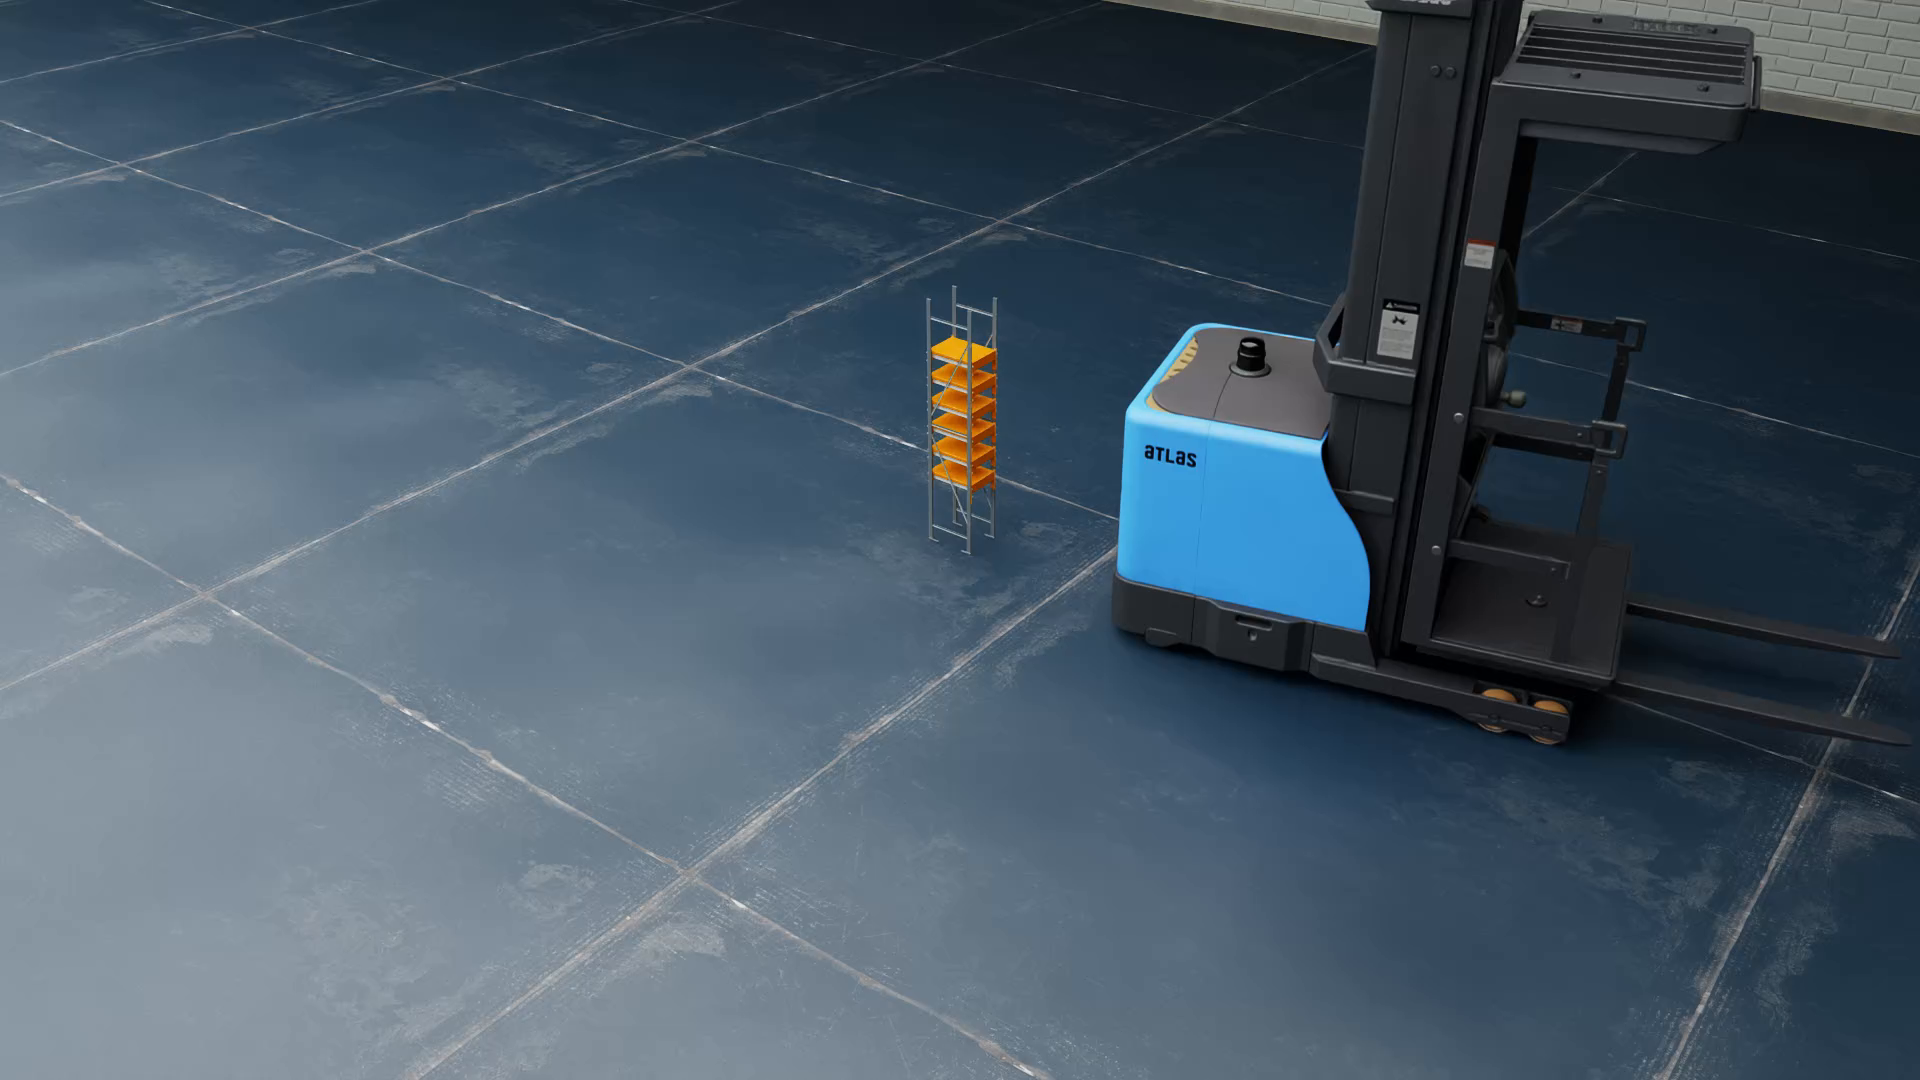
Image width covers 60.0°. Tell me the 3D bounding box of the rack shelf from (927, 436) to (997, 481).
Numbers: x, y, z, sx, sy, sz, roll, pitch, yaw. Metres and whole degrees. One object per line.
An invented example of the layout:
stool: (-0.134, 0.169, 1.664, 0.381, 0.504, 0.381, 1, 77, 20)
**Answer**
rack shelf: (0.009, -0.381, 7.538, 0.258, 0.103, 0.180, 21, 37, 31)

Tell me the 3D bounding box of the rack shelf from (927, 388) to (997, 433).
rack shelf: (0.009, -0.587, 7.415, 0.258, 0.103, 0.180, 21, 37, 31)

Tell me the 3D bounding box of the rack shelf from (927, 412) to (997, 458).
rack shelf: (0.009, -0.484, 7.477, 0.258, 0.103, 0.180, 21, 37, 31)

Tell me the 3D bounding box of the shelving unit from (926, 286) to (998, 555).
shelving unit: (0.009, -0.522, 7.454, 0.258, 1.200, 0.189, 21, 37, 31)

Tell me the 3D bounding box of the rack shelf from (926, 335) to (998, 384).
rack shelf: (0.009, -0.794, 7.293, 0.258, 0.103, 0.180, 21, 37, 31)

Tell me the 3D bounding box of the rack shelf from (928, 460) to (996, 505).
rack shelf: (0.009, -0.277, 7.599, 0.258, 0.103, 0.180, 21, 37, 31)

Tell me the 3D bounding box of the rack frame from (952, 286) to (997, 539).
rack frame: (0.064, -0.559, 7.517, 0.240, 1.200, 0.006, 21, 37, 31)

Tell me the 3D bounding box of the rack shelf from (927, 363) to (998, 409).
rack shelf: (0.009, -0.690, 7.354, 0.258, 0.103, 0.180, 21, 37, 31)

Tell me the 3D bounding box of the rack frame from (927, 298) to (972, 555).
rack frame: (-0.047, -0.485, 7.391, 0.240, 1.200, 0.006, 21, 37, 31)

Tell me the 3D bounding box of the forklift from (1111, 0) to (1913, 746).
forklift: (2.205, -0.782, 6.194, 3.031, 2.935, 1.130, 12, 33, 20)
